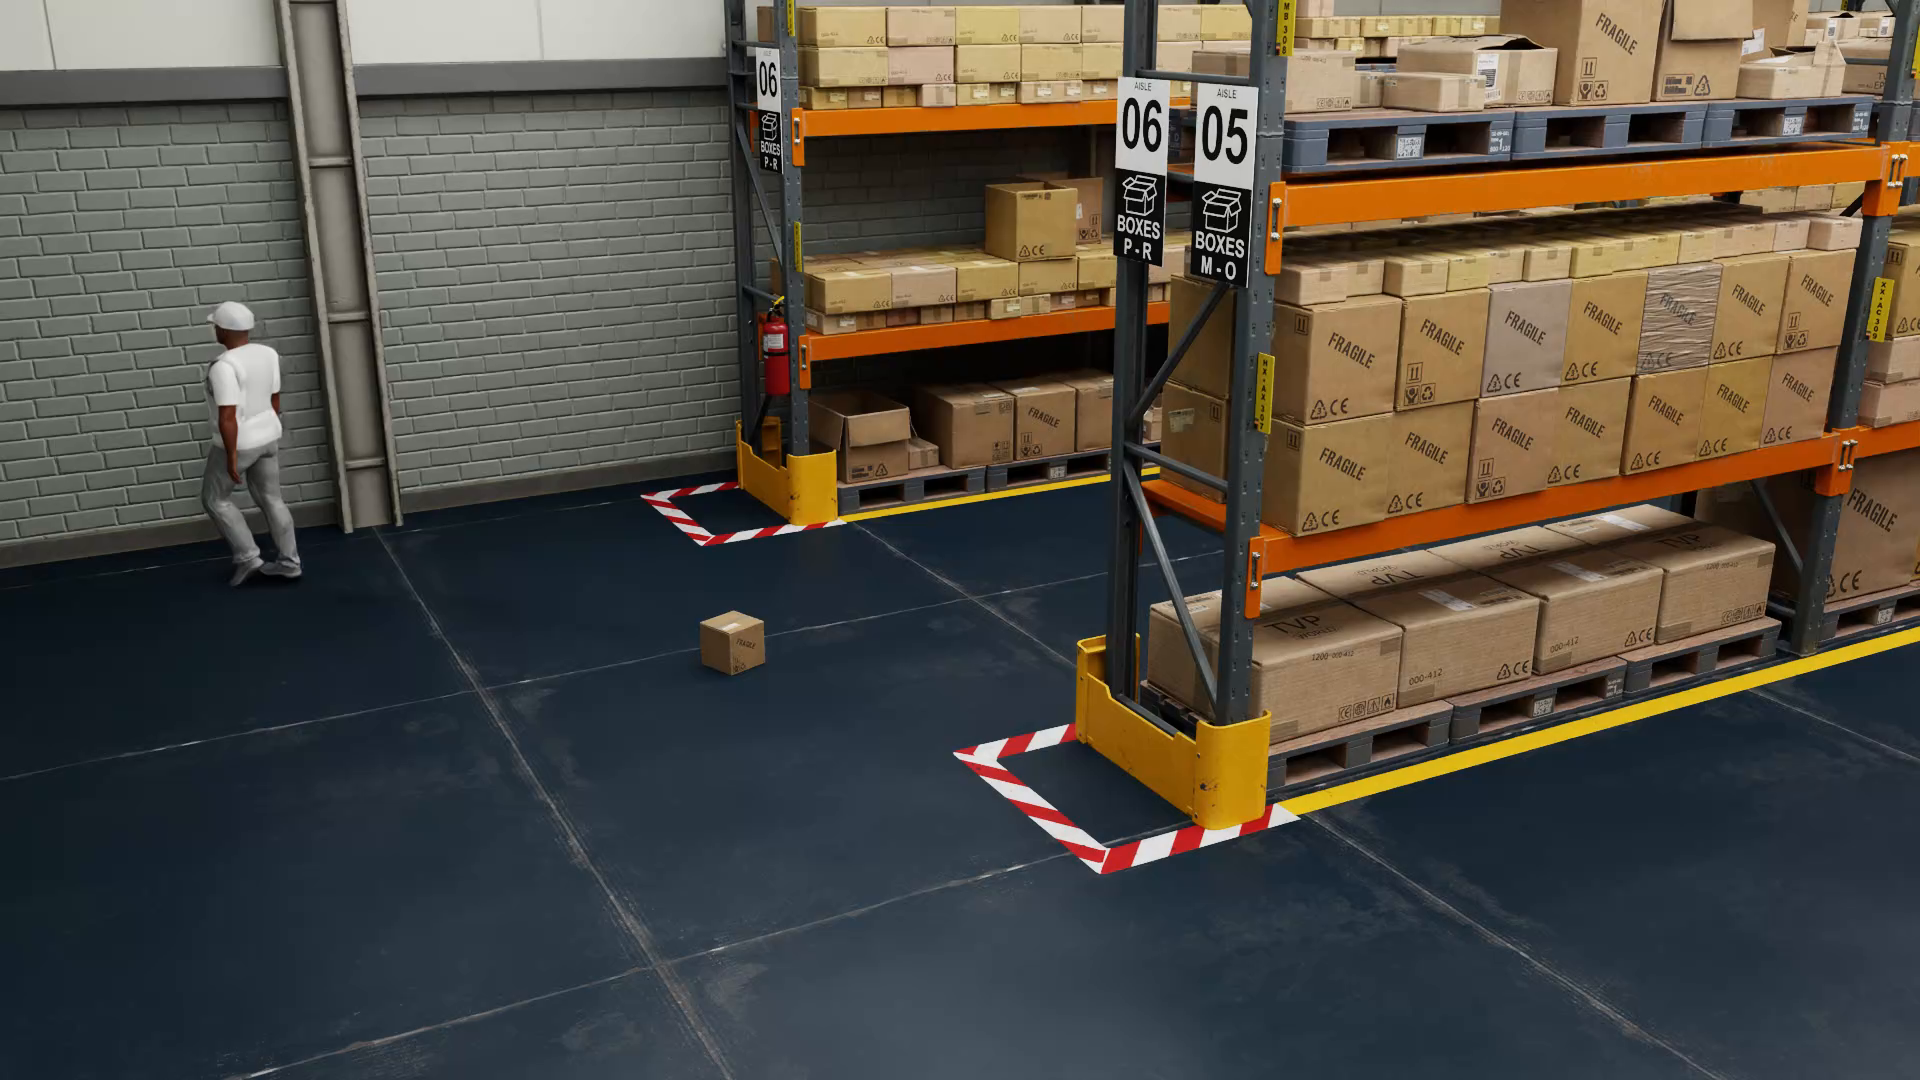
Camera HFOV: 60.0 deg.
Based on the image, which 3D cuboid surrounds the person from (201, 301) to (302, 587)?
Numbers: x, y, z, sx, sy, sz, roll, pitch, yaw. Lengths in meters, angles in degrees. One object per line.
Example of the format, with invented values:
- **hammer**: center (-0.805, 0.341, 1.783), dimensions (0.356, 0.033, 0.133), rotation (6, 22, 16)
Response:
- **person**: center (-4.409, -0.577, 10.281), dimensions (0.513, 1.819, 0.587), rotation (7, 19, 19)
